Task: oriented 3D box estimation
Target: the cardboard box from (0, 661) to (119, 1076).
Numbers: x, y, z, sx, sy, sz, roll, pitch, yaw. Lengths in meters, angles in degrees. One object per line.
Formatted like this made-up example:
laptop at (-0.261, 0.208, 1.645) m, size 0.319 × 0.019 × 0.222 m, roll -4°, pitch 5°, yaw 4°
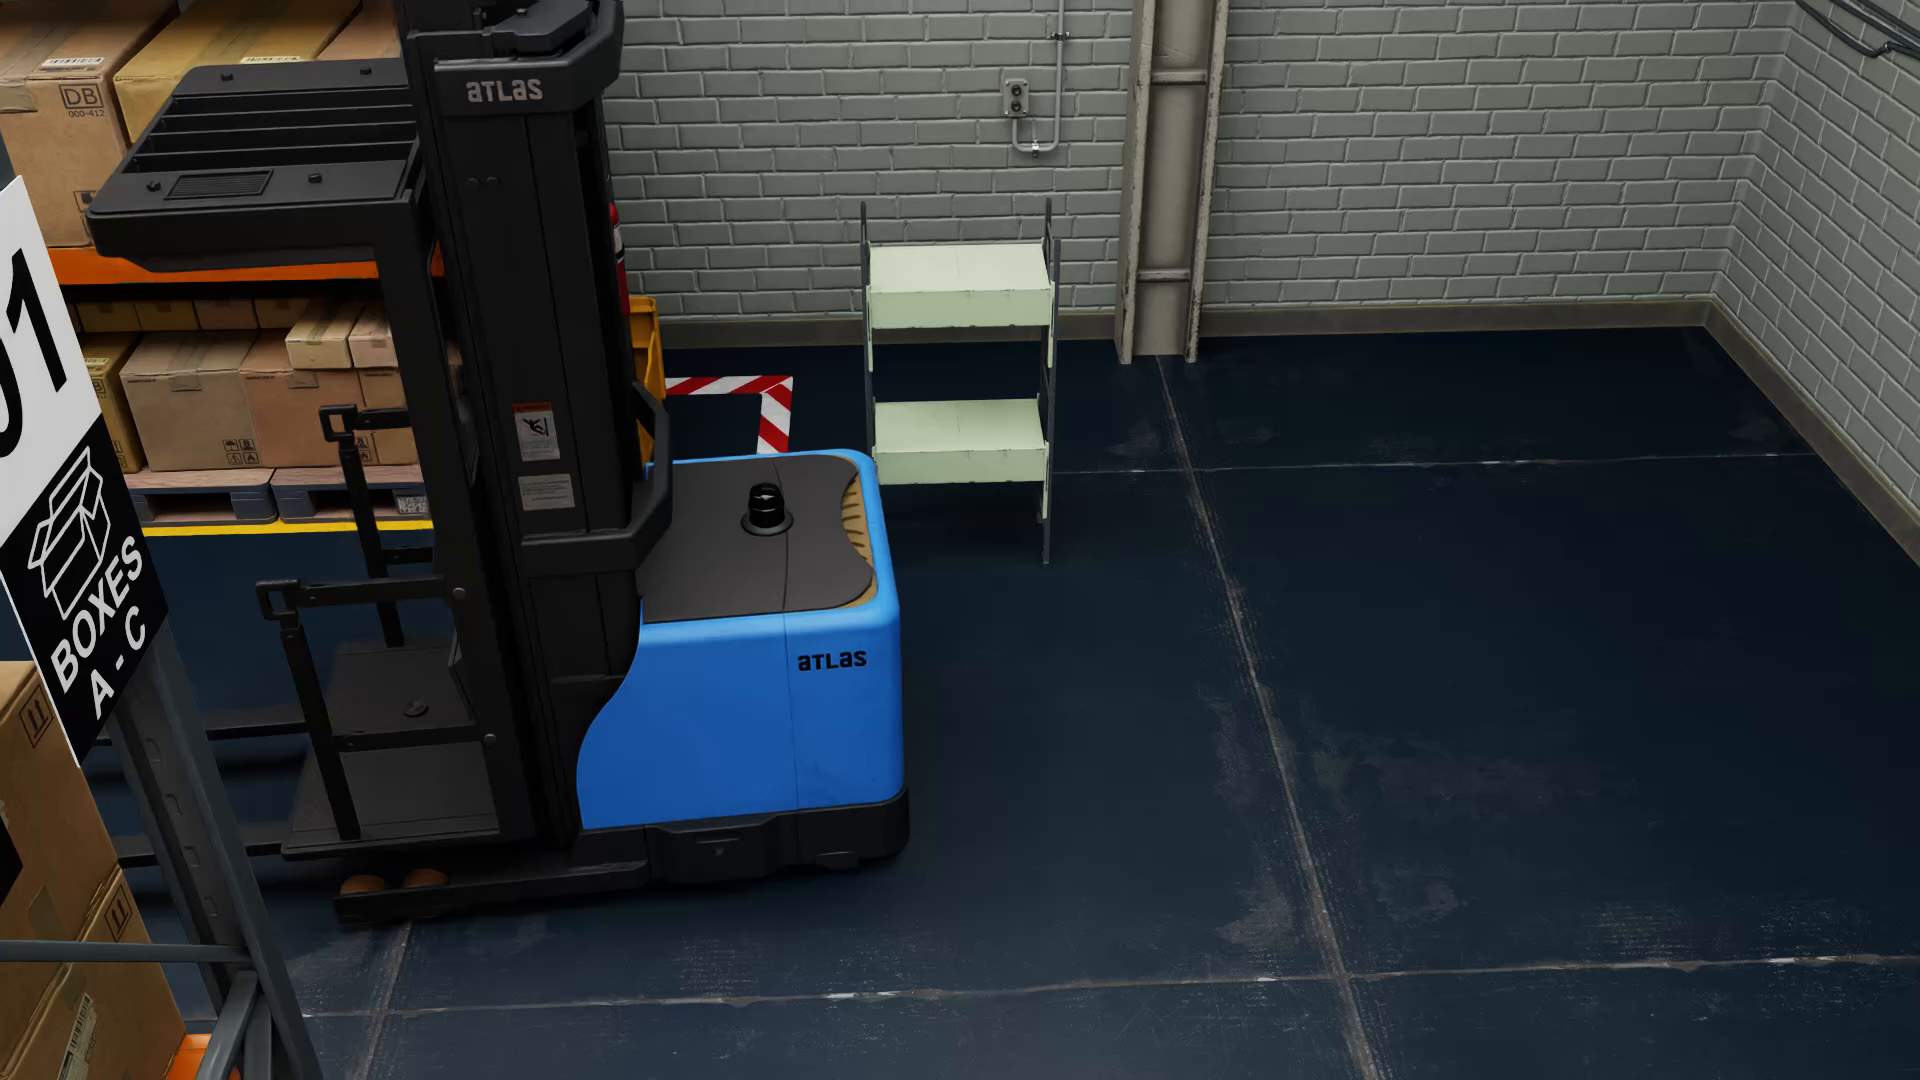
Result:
cardboard box at (-1.856, 0.557, 2.843) m, size 0.500 × 0.500 × 0.500 m, roll -1°, pitch 35°, yaw -1°

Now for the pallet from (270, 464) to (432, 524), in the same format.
pallet at (-2.434, -0.456, 7.723) m, size 1.213 × 0.211 × 1.003 m, roll -2°, pitch 35°, yaw -2°

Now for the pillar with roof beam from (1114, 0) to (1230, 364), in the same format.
pillar with roof beam at (1.221, -2.253, 2.597) m, size 0.400 × 9.000 × 9.100 m, roll -2°, pitch 35°, yaw -2°

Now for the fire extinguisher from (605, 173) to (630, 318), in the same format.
fire extinguisher at (-1.466, -1.225, 6.780) m, size 0.183 × 0.674 × 0.296 m, roll -2°, pitch 35°, yaw -2°

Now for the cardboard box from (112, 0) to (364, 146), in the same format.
cardboard box at (-2.874, -1.746, 6.874) m, size 0.700 × 0.700 × 0.980 m, roll -2°, pitch 35°, yaw -3°

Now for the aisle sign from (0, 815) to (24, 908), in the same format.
aisle sign at (-1.318, 0.251, 1.967) m, size 0.004 × 0.787 × 0.394 m, roll -2°, pitch 35°, yaw -2°

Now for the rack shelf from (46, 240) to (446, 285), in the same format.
rack shelf at (-3.636, -1.319, 7.152) m, size 4.000 × 0.370 × 1.077 m, roll -2°, pitch 35°, yaw -2°

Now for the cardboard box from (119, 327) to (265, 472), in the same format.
cardboard box at (-3.335, -0.710, 7.468) m, size 0.500 × 0.500 × 0.700 m, roll -3°, pitch 35°, yaw -4°

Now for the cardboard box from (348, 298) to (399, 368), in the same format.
cardboard box at (-2.453, -0.897, 7.168) m, size 0.250 × 0.149 × 0.380 m, roll -2°, pitch 35°, yaw -3°

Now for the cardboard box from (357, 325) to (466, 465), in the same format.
cardboard box at (-2.333, -0.737, 7.507) m, size 0.500 × 0.500 × 0.700 m, roll -2°, pitch 35°, yaw -2°

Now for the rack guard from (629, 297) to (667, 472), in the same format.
rack guard at (-1.615, -0.641, 7.737) m, size 0.348 × 0.500 × 1.175 m, roll -2°, pitch 35°, yaw -2°

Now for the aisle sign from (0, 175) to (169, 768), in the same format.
aisle sign at (-1.346, -0.090, 2.460) m, size 0.004 × 0.787 × 0.394 m, roll -2°, pitch 35°, yaw -2°

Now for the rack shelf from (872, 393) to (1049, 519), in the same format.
rack shelf at (-0.007, -0.348, 7.008) m, size 0.720 × 0.370 × 0.431 m, roll -2°, pitch 35°, yaw -2°

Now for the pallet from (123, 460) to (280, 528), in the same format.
pallet at (-3.649, -0.425, 7.678) m, size 1.213 × 0.211 × 1.003 m, roll -2°, pitch 35°, yaw -2°

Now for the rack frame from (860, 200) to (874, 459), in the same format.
rack frame at (-0.372, -0.607, 6.809) m, size 0.023 × 1.500 × 0.400 m, roll -2°, pitch 35°, yaw -2°

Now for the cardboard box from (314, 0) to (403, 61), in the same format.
cardboard box at (-2.148, -1.772, 6.911) m, size 0.700 × 0.700 × 0.980 m, roll 0°, pitch 35°, yaw 0°

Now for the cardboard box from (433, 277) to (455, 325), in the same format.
cardboard box at (-2.218, -1.121, 7.492) m, size 0.250 × 0.149 × 0.380 m, roll -1°, pitch 35°, yaw -2°

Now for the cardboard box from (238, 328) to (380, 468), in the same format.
cardboard box at (-2.833, -0.724, 7.488) m, size 0.500 × 0.500 × 0.700 m, roll -2°, pitch 35°, yaw -2°

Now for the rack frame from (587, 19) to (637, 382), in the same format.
rack frame at (-1.639, -1.668, 7.025) m, size 0.127 × 3.000 × 1.000 m, roll -2°, pitch 35°, yaw -2°

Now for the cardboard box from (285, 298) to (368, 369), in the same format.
cardboard box at (-2.708, -0.890, 7.157) m, size 0.250 × 0.149 × 0.380 m, roll -1°, pitch 35°, yaw -1°

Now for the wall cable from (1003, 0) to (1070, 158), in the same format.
wall cable at (-0.404, -2.658, 7.563) m, size 1.851 × 1.984 × 0.084 m, roll -2°, pitch 35°, yaw -2°

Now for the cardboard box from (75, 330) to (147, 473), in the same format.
cardboard box at (-3.867, -0.692, 7.441) m, size 0.500 × 0.500 × 0.700 m, roll -1°, pitch 35°, yaw -1°

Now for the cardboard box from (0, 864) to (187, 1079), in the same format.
cardboard box at (-1.856, 0.968, 3.127) m, size 0.500 × 0.500 × 0.500 m, roll -1°, pitch 35°, yaw -1°

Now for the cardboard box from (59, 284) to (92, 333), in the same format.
cardboard box at (-3.995, -1.072, 7.421) m, size 0.250 × 0.149 × 0.380 m, roll -1°, pitch 35°, yaw -2°

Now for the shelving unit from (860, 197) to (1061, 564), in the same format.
shelving unit at (-0.007, -0.617, 6.823) m, size 0.755 × 1.500 × 0.431 m, roll -2°, pitch 35°, yaw -2°

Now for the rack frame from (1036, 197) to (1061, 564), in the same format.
rack frame at (0.359, -0.626, 6.837) m, size 0.023 × 1.500 × 0.400 m, roll -2°, pitch 35°, yaw -2°

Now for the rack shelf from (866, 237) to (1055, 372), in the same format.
rack shelf at (-0.007, -0.937, 6.601) m, size 0.720 × 0.370 × 0.431 m, roll -2°, pitch 35°, yaw -2°

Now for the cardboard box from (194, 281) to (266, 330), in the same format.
cardboard box at (-3.228, -1.093, 7.452) m, size 0.250 × 0.149 × 0.380 m, roll -1°, pitch 35°, yaw -2°

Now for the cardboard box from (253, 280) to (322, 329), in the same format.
cardboard box at (-2.974, -1.101, 7.462) m, size 0.250 × 0.149 × 0.380 m, roll -1°, pitch 35°, yaw -2°

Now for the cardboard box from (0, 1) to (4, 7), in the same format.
cardboard box at (-4.362, -1.706, 6.815) m, size 0.700 × 0.700 × 0.980 m, roll -2°, pitch 35°, yaw -3°

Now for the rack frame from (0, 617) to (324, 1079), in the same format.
rack frame at (-1.400, 1.147, 2.956) m, size 0.127 × 3.000 × 1.000 m, roll -2°, pitch 35°, yaw -2°

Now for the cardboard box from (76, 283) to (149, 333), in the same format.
cardboard box at (-3.737, -1.080, 7.432) m, size 0.250 × 0.149 × 0.380 m, roll -2°, pitch 35°, yaw -3°

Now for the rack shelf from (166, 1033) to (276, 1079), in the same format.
rack shelf at (-3.398, 1.497, 3.083) m, size 4.000 × 0.370 × 1.077 m, roll -2°, pitch 35°, yaw -2°

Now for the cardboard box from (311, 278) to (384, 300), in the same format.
cardboard box at (-2.724, -1.107, 7.471) m, size 0.250 × 0.149 × 0.380 m, roll -1°, pitch 35°, yaw -2°

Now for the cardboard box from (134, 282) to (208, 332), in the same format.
cardboard box at (-3.484, -1.086, 7.441) m, size 0.250 × 0.149 × 0.380 m, roll -1°, pitch 35°, yaw -2°

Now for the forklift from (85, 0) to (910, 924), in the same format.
forklift at (-1.731, -0.270, 5.065) m, size 3.031 × 2.935 × 1.130 m, roll -4°, pitch 35°, yaw -6°

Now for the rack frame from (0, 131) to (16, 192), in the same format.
rack frame at (-1.400, -1.320, 1.249) m, size 0.127 × 3.000 × 1.000 m, roll -2°, pitch 35°, yaw -2°

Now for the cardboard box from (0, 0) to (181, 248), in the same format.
cardboard box at (-3.636, -1.731, 6.852) m, size 0.700 × 0.700 × 0.980 m, roll -3°, pitch 35°, yaw -5°
